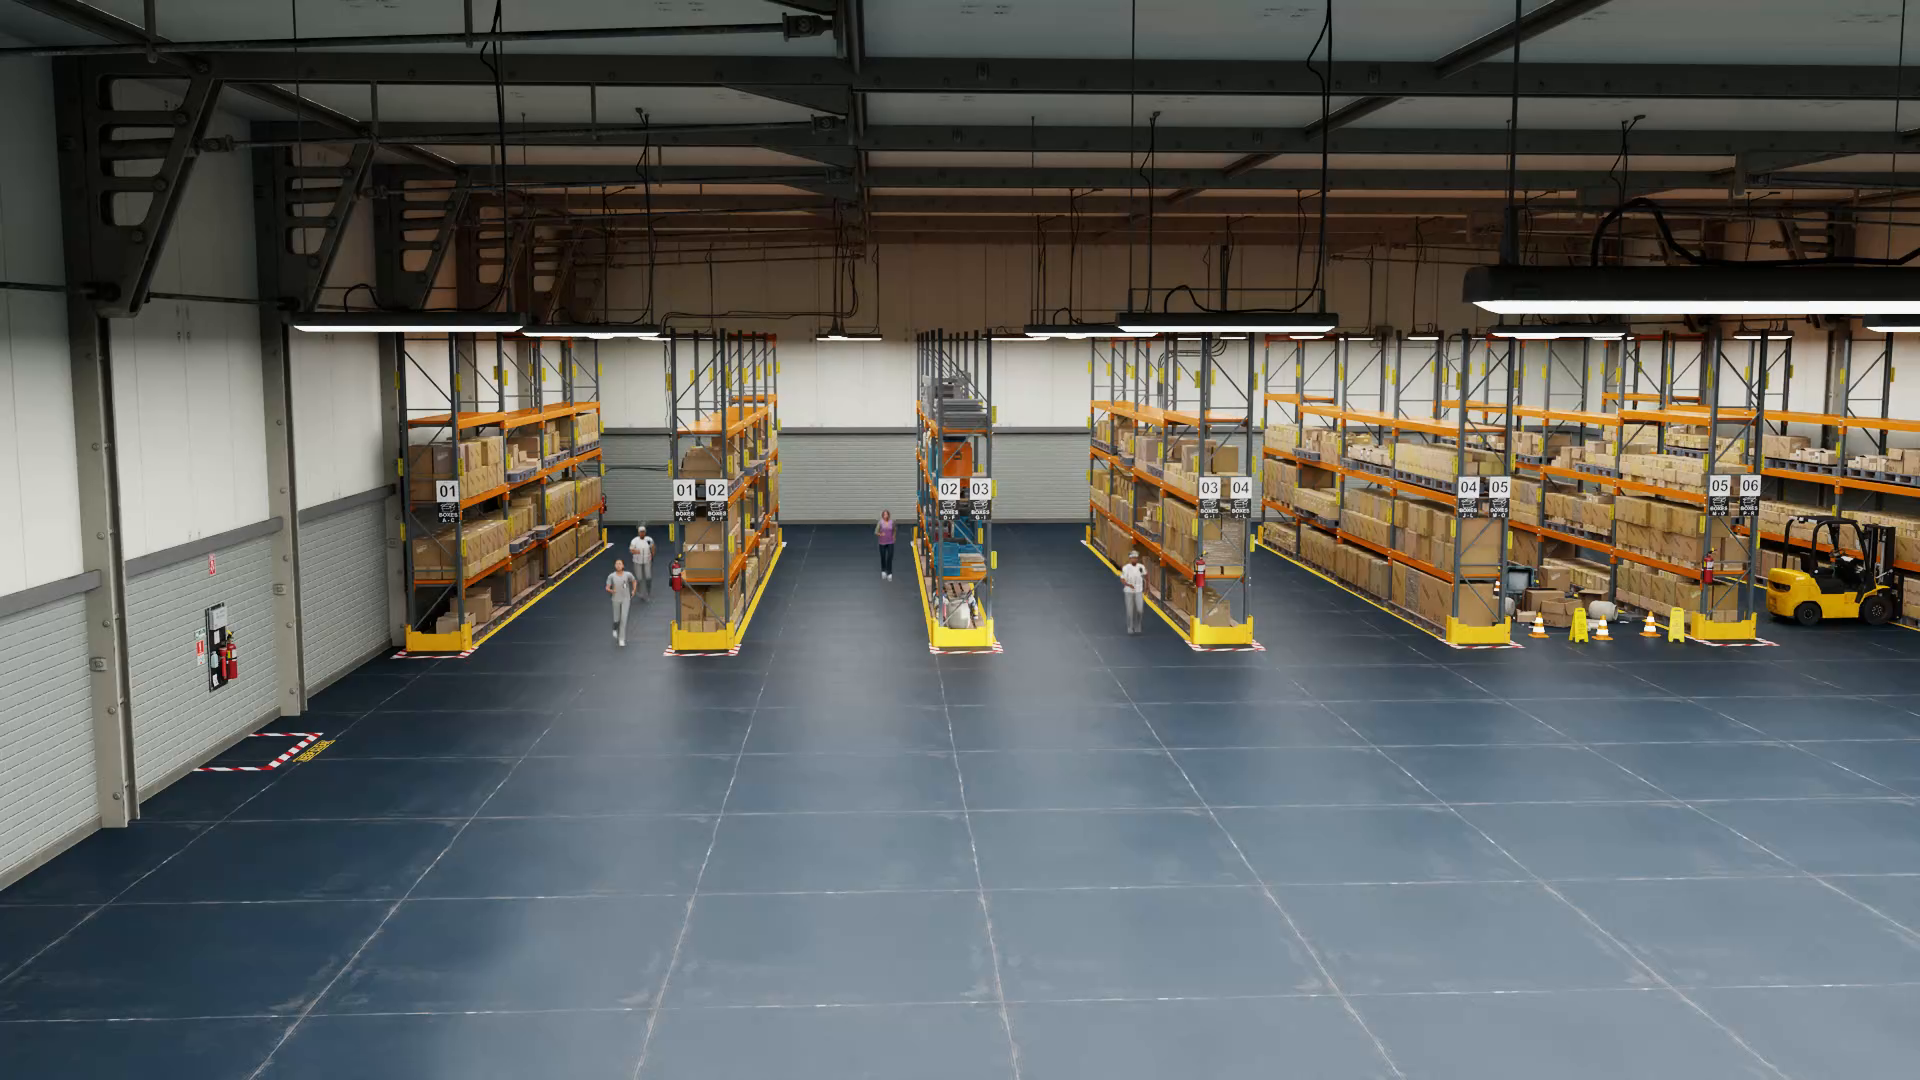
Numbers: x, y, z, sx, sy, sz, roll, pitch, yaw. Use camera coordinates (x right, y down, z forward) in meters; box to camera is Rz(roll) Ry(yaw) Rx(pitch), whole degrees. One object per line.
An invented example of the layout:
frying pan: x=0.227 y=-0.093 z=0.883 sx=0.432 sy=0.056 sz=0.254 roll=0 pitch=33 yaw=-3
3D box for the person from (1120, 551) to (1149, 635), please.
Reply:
person: x=3.452 y=1.040 z=32.738 sx=0.595 sy=1.682 sz=0.646 roll=0 pitch=7 yaw=-4

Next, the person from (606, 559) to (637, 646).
person: x=-6.474 y=1.172 z=31.787 sx=0.584 sy=1.611 sz=0.929 roll=-1 pitch=7 yaw=-8

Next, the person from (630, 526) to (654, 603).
person: x=-7.087 y=0.537 z=37.087 sx=0.550 sy=1.715 sz=0.821 roll=-2 pitch=7 yaw=-13

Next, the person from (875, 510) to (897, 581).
person: x=-1.697 y=0.110 z=38.275 sx=0.537 sy=1.614 sz=0.810 roll=-1 pitch=7 yaw=-9
